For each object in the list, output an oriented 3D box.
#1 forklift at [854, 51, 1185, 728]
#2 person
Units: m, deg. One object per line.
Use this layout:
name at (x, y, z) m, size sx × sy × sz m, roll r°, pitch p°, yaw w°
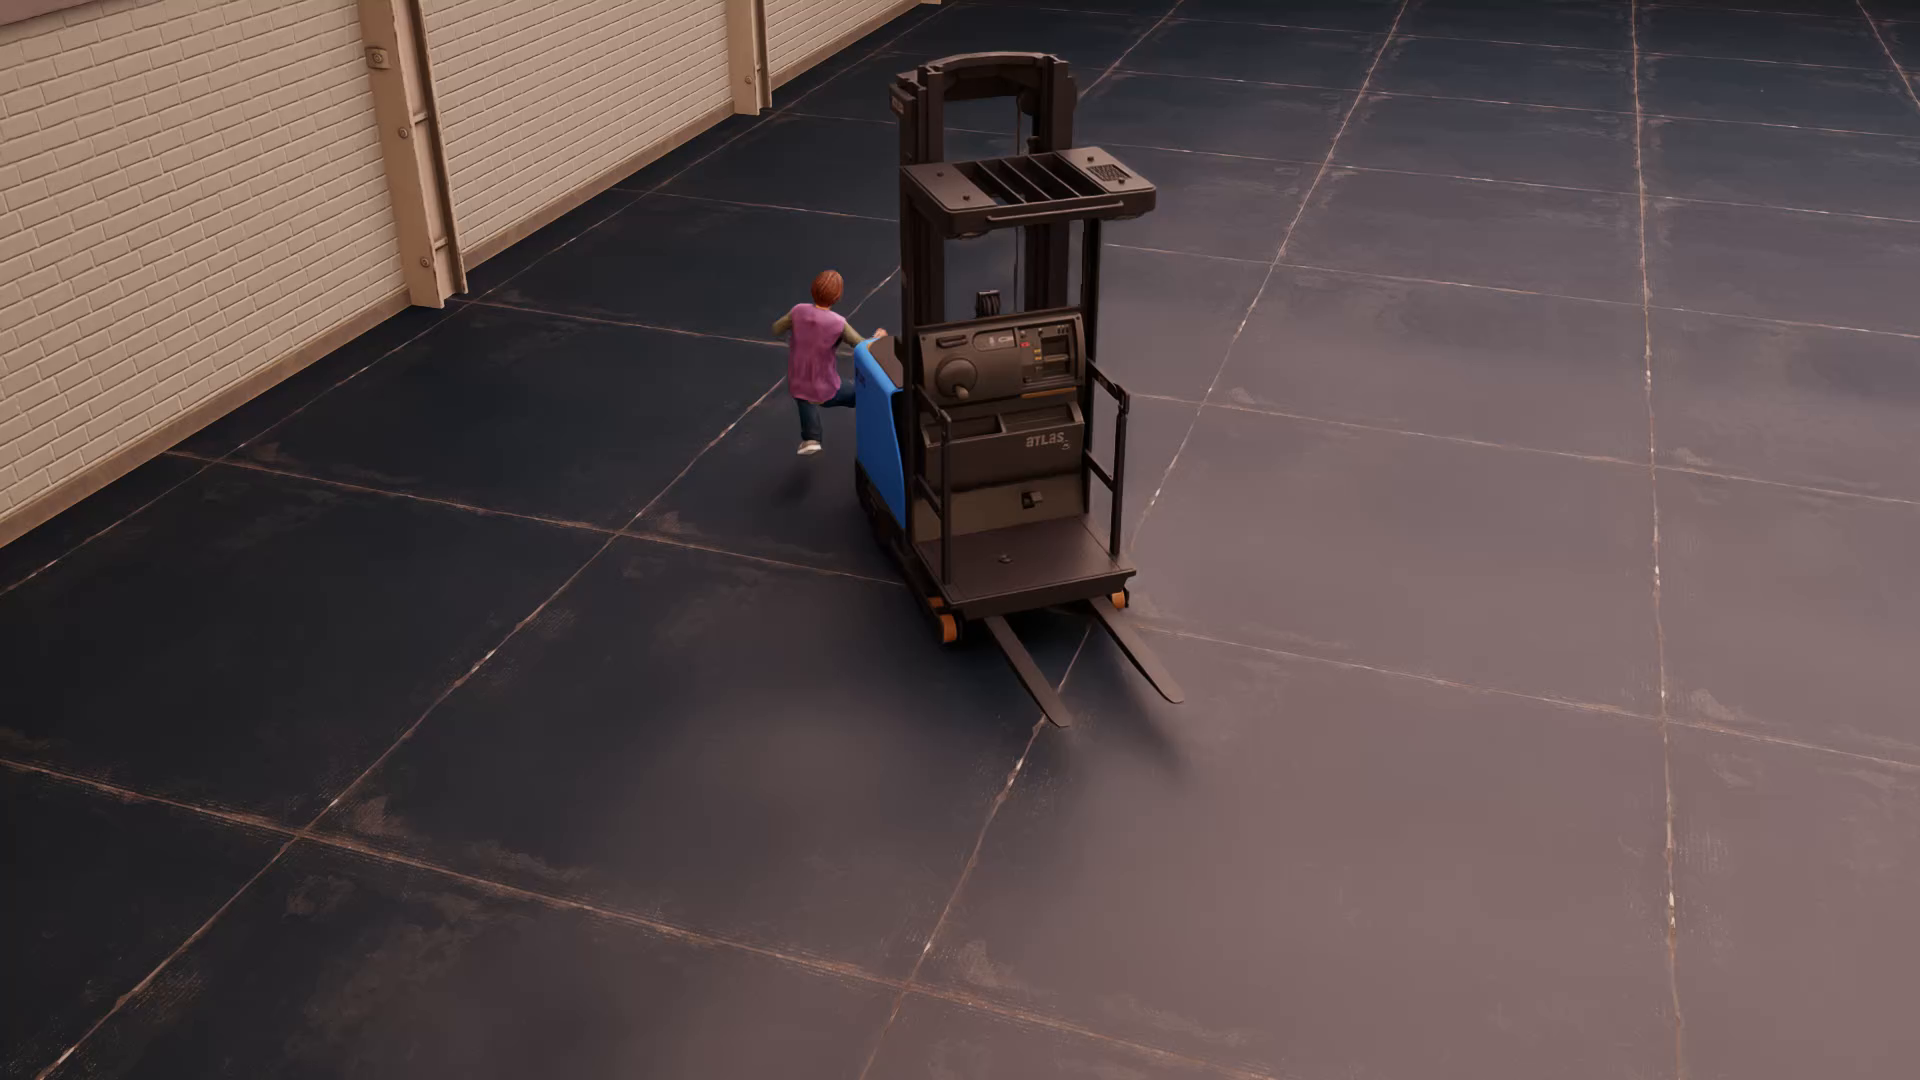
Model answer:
forklift at (0.305, -0.934, 8.776) m, size 1.130 × 2.935 × 3.031 m, roll -10°, pitch 31°, yaw -17°
person at (-0.800, -1.103, 10.623) m, size 0.762 × 1.399 × 0.689 m, roll 11°, pitch 31°, yaw 18°
